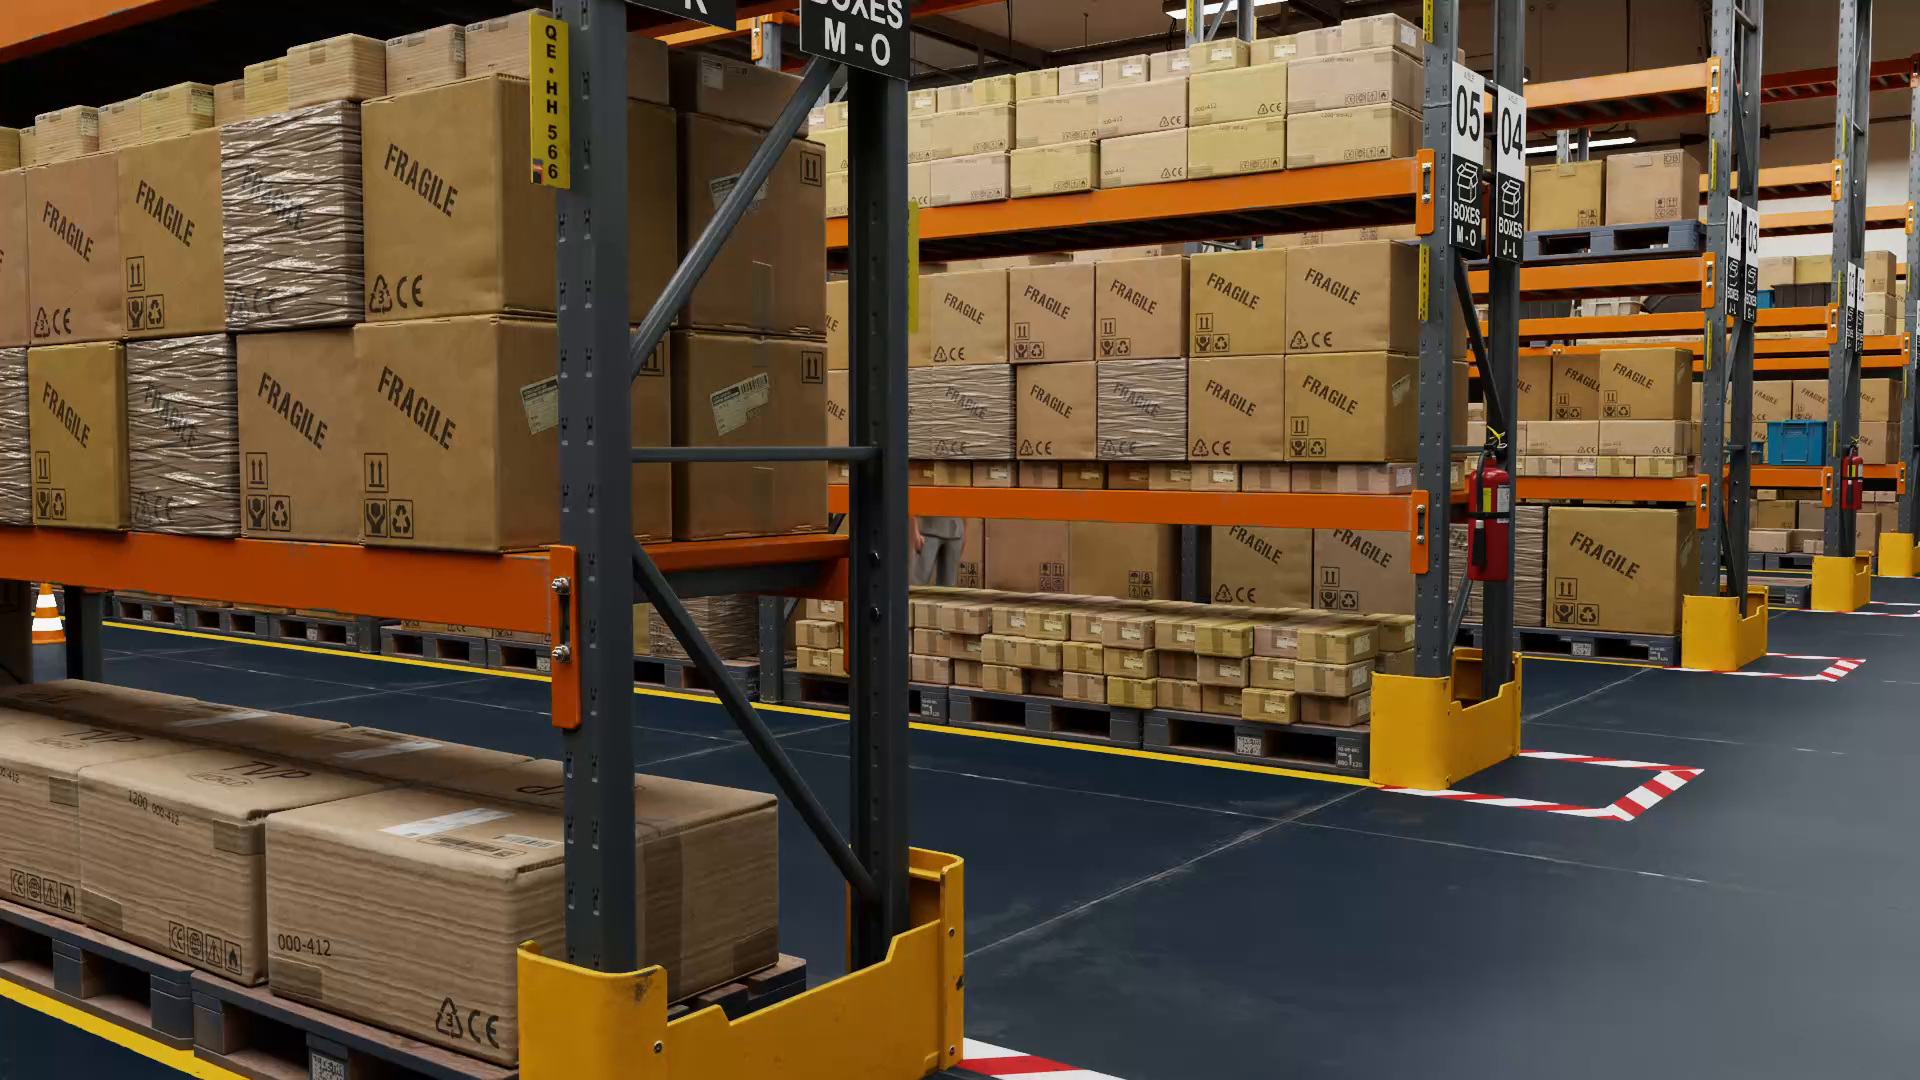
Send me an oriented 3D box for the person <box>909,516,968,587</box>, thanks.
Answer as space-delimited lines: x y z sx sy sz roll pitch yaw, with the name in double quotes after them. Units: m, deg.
-0.236 -0.020 12.171 0.631 1.667 0.440 -1 4 -23 "person"
